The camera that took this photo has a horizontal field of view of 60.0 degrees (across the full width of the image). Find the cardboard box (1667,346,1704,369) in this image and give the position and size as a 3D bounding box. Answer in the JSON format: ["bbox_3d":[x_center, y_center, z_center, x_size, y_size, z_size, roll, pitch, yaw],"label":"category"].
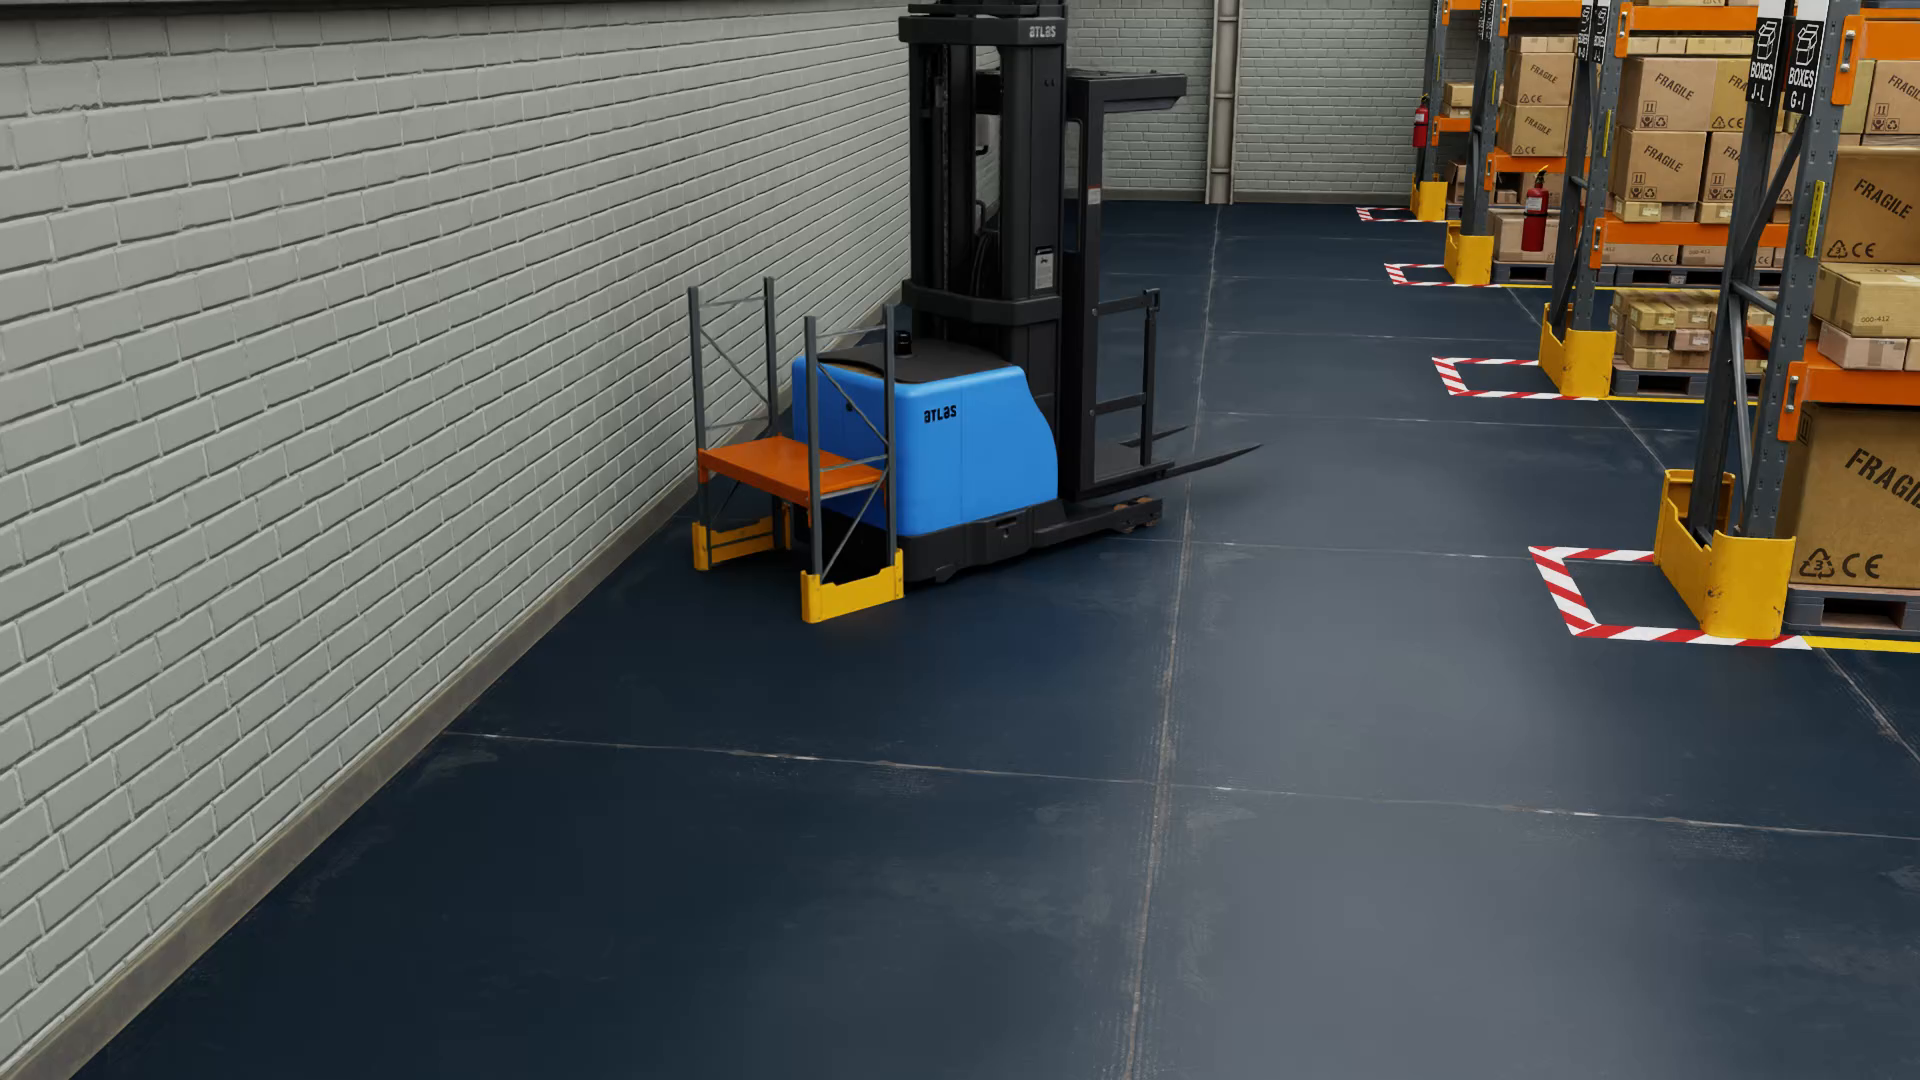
[{"bbox_3d":[5.468,-1.416,12.638,0.250,0.149,0.380,3,19,8],"label":"cardboard box"}]

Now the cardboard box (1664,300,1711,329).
[{"bbox_3d":[5.484,-1.703,12.559,0.250,0.149,0.380,3,19,10],"label":"cardboard box"}]

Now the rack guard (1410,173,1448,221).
[{"bbox_3d":[6.274,-4.605,22.277,0.348,0.500,1.175,3,19,9],"label":"rack guard"}]

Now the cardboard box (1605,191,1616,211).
[{"bbox_3d":[5.096,-2.636,12.849,0.250,0.149,0.380,3,19,9],"label":"cardboard box"}]

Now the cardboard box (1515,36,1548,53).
[{"bbox_3d":[5.722,-4.963,16.653,0.250,0.149,0.380,3,19,10],"label":"cardboard box"}]

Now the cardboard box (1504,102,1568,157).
[{"bbox_3d":[5.843,-4.172,16.887,0.500,0.500,0.500,3,19,8],"label":"cardboard box"}]

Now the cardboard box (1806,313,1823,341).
[{"bbox_3d":[4.247,-1.100,8.259,0.250,0.149,0.380,3,19,10],"label":"cardboard box"}]

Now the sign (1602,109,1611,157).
[{"bbox_3d":[4.644,-2.923,11.948,0.005,0.325,0.100,3,19,9],"label":"sign"}]

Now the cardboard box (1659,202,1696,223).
[{"bbox_3d":[5.255,-2.445,12.278,0.250,0.149,0.380,4,19,11],"label":"cardboard box"}]

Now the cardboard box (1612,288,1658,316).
[{"bbox_3d":[5.293,-1.865,13.042,0.250,0.149,0.380,3,19,9],"label":"cardboard box"}]

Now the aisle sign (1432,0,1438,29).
[{"bbox_3d":[6.085,-6.938,21.214,0.004,0.787,0.394,3,19,9],"label":"aisle sign"}]

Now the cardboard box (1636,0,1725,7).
[{"bbox_3d":[5.132,-3.931,11.834,0.500,0.250,0.500,4,19,11],"label":"cardboard box"}]

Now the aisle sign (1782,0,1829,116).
[{"bbox_3d":[3.725,-2.276,7.282,0.004,0.787,0.394,3,19,9],"label":"aisle sign"}]

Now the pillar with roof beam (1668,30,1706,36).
[{"bbox_3d":[8.921,-7.406,17.256,0.400,9.000,9.100,3,19,9],"label":"pillar with roof beam"}]

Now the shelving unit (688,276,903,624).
[{"bbox_3d":[-0.851,-0.492,8.409,0.587,1.500,1.083,-15,24,-38],"label":"shelving unit"}]

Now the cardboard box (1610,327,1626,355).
[{"bbox_3d":[5.282,-1.569,13.095,0.250,0.149,0.380,3,19,10],"label":"cardboard box"}]

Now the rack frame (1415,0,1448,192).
[{"bbox_3d":[6.199,-5.794,21.892,0.127,3.000,1.000,3,19,9],"label":"rack frame"}]

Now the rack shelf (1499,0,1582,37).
[{"bbox_3d":[7.390,-5.219,16.581,4.000,0.370,1.077,3,19,9],"label":"rack shelf"}]

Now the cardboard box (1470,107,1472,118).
[{"bbox_3d":[6.738,-5.574,21.630,0.250,0.149,0.380,3,19,10],"label":"cardboard box"}]

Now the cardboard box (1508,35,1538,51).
[{"bbox_3d":[5.801,-5.112,17.100,0.250,0.149,0.380,3,19,9],"label":"cardboard box"}]

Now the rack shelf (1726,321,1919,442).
[{"bbox_3d":[5.818,-0.692,7.778,4.000,0.370,1.077,3,19,9],"label":"rack shelf"}]

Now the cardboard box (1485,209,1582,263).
[{"bbox_3d":[6.083,-3.221,17.578,0.875,0.438,0.875,2,19,7],"label":"cardboard box"}]

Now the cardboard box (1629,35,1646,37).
[{"bbox_3d":[6.813,-5.060,16.942,0.250,0.149,0.380,3,19,8],"label":"cardboard box"}]

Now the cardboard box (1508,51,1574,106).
[{"bbox_3d":[5.844,-4.647,16.730,0.500,0.500,0.500,3,19,7],"label":"cardboard box"}]

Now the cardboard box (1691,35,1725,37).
[{"bbox_3d":[7.593,-5.046,16.901,0.250,0.149,0.380,3,19,9],"label":"cardboard box"}]

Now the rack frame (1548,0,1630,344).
[{"bbox_3d":[4.730,-2.683,12.593,0.127,3.000,1.000,3,19,9],"label":"rack frame"}]

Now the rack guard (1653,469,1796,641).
[{"bbox_3d":[3.819,0.050,8.365,0.348,0.500,1.175,3,19,9],"label":"rack guard"}]

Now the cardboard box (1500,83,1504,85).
[{"bbox_3d":[7.204,-5.897,21.969,0.500,0.250,0.500,3,19,9],"label":"cardboard box"}]

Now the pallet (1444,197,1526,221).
[{"bbox_3d":[7.061,-4.428,22.204,1.213,0.211,1.003,3,19,9],"label":"pallet"}]

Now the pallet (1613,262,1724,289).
[{"bbox_3d":[7.418,-2.838,17.453,1.213,0.211,1.003,3,19,9],"label":"pallet"}]

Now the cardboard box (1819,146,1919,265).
[{"bbox_3d":[4.366,-1.617,7.995,0.500,0.500,0.500,3,19,9],"label":"cardboard box"}]

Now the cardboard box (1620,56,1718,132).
[{"bbox_3d":[5.131,-3.240,12.056,0.500,0.500,0.500,3,19,8],"label":"cardboard box"}]

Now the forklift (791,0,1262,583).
[{"bbox_3d":[0.529,-1.537,9.279,3.031,2.935,1.130,-16,24,-39],"label":"forklift"}]

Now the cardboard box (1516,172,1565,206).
[{"bbox_3d":[7.625,-4.692,21.876,0.500,0.500,0.700,4,19,11],"label":"cardboard box"}]

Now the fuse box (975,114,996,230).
[{"bbox_3d":[0.321,-4.555,20.219,0.414,1.711,0.539,3,19,9],"label":"fuse box"}]

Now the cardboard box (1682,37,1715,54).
[{"bbox_3d":[7.246,-4.872,16.381,0.250,0.149,0.380,2,19,7],"label":"cardboard box"}]

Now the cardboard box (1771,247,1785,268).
[{"bbox_3d":[8.762,-3.087,17.177,0.875,0.438,0.875,3,19,8],"label":"cardboard box"}]

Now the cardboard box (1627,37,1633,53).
[{"bbox_3d":[6.493,-4.916,16.511,0.250,0.149,0.380,2,19,7],"label":"cardboard box"}]

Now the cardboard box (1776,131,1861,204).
[{"bbox_3d":[6.143,-2.714,12.062,0.500,0.500,0.500,3,19,9],"label":"cardboard box"}]

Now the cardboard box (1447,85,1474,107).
[{"bbox_3d":[6.604,-5.756,21.548,0.500,0.250,0.500,3,19,9],"label":"cardboard box"}]

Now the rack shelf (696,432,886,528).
[{"bbox_3d":[-0.846,-0.319,8.459,0.538,0.185,1.000,-15,24,-38],"label":"rack shelf"}]

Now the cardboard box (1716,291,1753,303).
[{"bbox_3d":[6.053,-1.828,12.932,0.250,0.149,0.380,2,19,6],"label":"cardboard box"}]

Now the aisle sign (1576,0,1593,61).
[{"bbox_3d":[4.705,-4.013,12.473,0.004,0.787,0.394,3,19,9],"label":"aisle sign"}]

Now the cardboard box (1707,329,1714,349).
[{"bbox_3d":[5.723,-1.548,12.565,0.250,0.149,0.380,3,19,9],"label":"cardboard box"}]

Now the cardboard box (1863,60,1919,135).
[{"bbox_3d":[6.644,-3.158,11.813,0.500,0.500,0.500,2,19,7],"label":"cardboard box"}]
